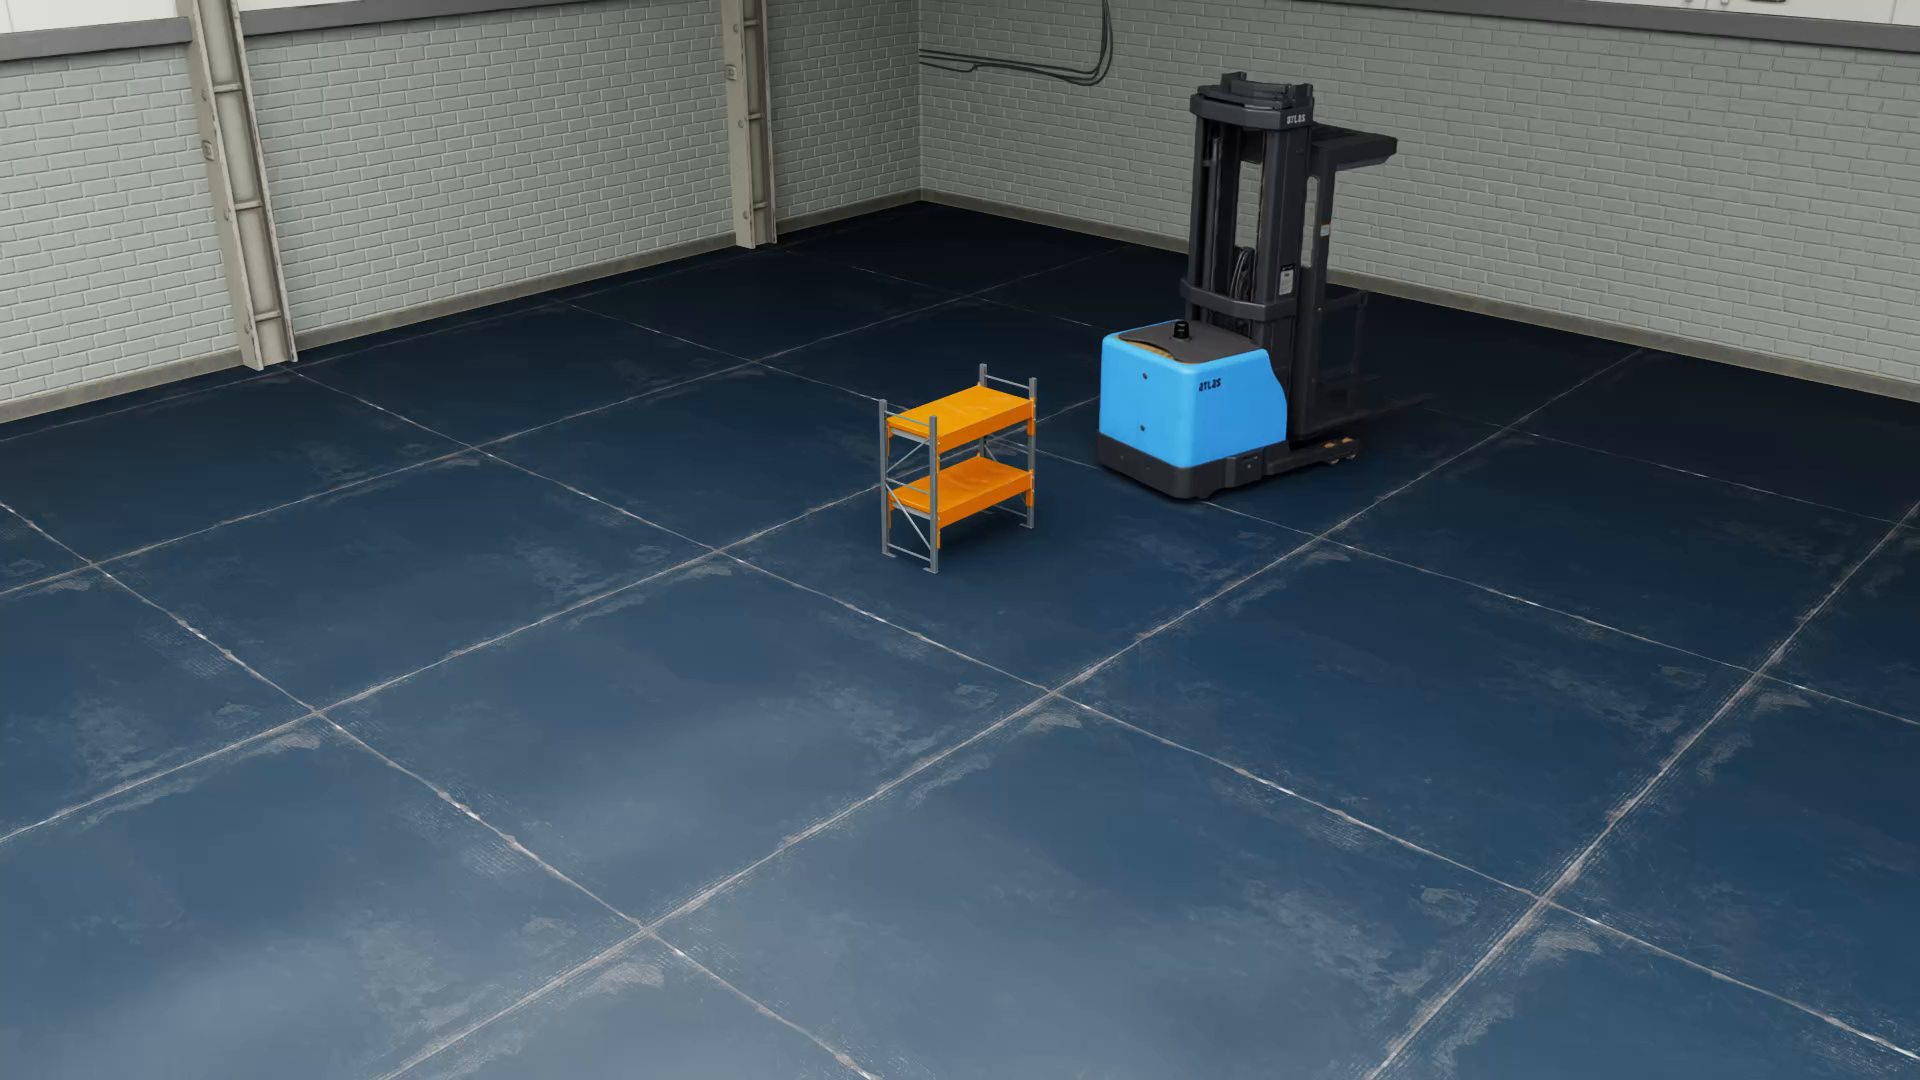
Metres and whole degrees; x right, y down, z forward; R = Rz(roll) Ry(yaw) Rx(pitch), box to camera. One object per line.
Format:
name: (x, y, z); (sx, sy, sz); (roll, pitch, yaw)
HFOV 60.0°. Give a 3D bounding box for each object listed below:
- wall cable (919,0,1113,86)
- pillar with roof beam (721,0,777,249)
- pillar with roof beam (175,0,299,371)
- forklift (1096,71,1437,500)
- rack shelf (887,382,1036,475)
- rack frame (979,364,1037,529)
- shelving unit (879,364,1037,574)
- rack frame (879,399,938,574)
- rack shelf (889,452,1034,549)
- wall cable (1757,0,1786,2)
wall cable: (0.558, -6.703, 19.496); (3.097, 2.526, 0.112); (20, 31, 38)
pillar with roof beam: (0.813, -6.408, 15.043); (9.100, 9.000, 0.400); (20, 31, 38)
pillar with roof beam: (-3.192, -4.580, 10.966); (9.100, 9.000, 0.400); (20, 31, 38)
forklift: (2.559, -2.093, 12.835); (3.031, 2.935, 1.130); (-16, 29, -32)
rack shelf: (-0.005, -0.778, 11.396); (0.538, 0.278, 1.000); (20, 31, 38)
rack frame: (0.335, -0.666, 11.861); (0.500, 1.125, 0.032); (20, 31, 38)
shelving unit: (-0.005, -0.511, 11.515); (0.538, 1.125, 1.048); (20, 31, 38)
rack frame: (-0.344, -0.356, 11.170); (0.500, 1.125, 0.032); (20, 31, 38)
rack shelf: (-0.005, -0.288, 11.615); (0.538, 0.278, 1.000); (20, 31, 38)
wall cable: (7.617, -7.075, 12.373); (2.305, 6.003, 0.169); (20, 31, 38)
